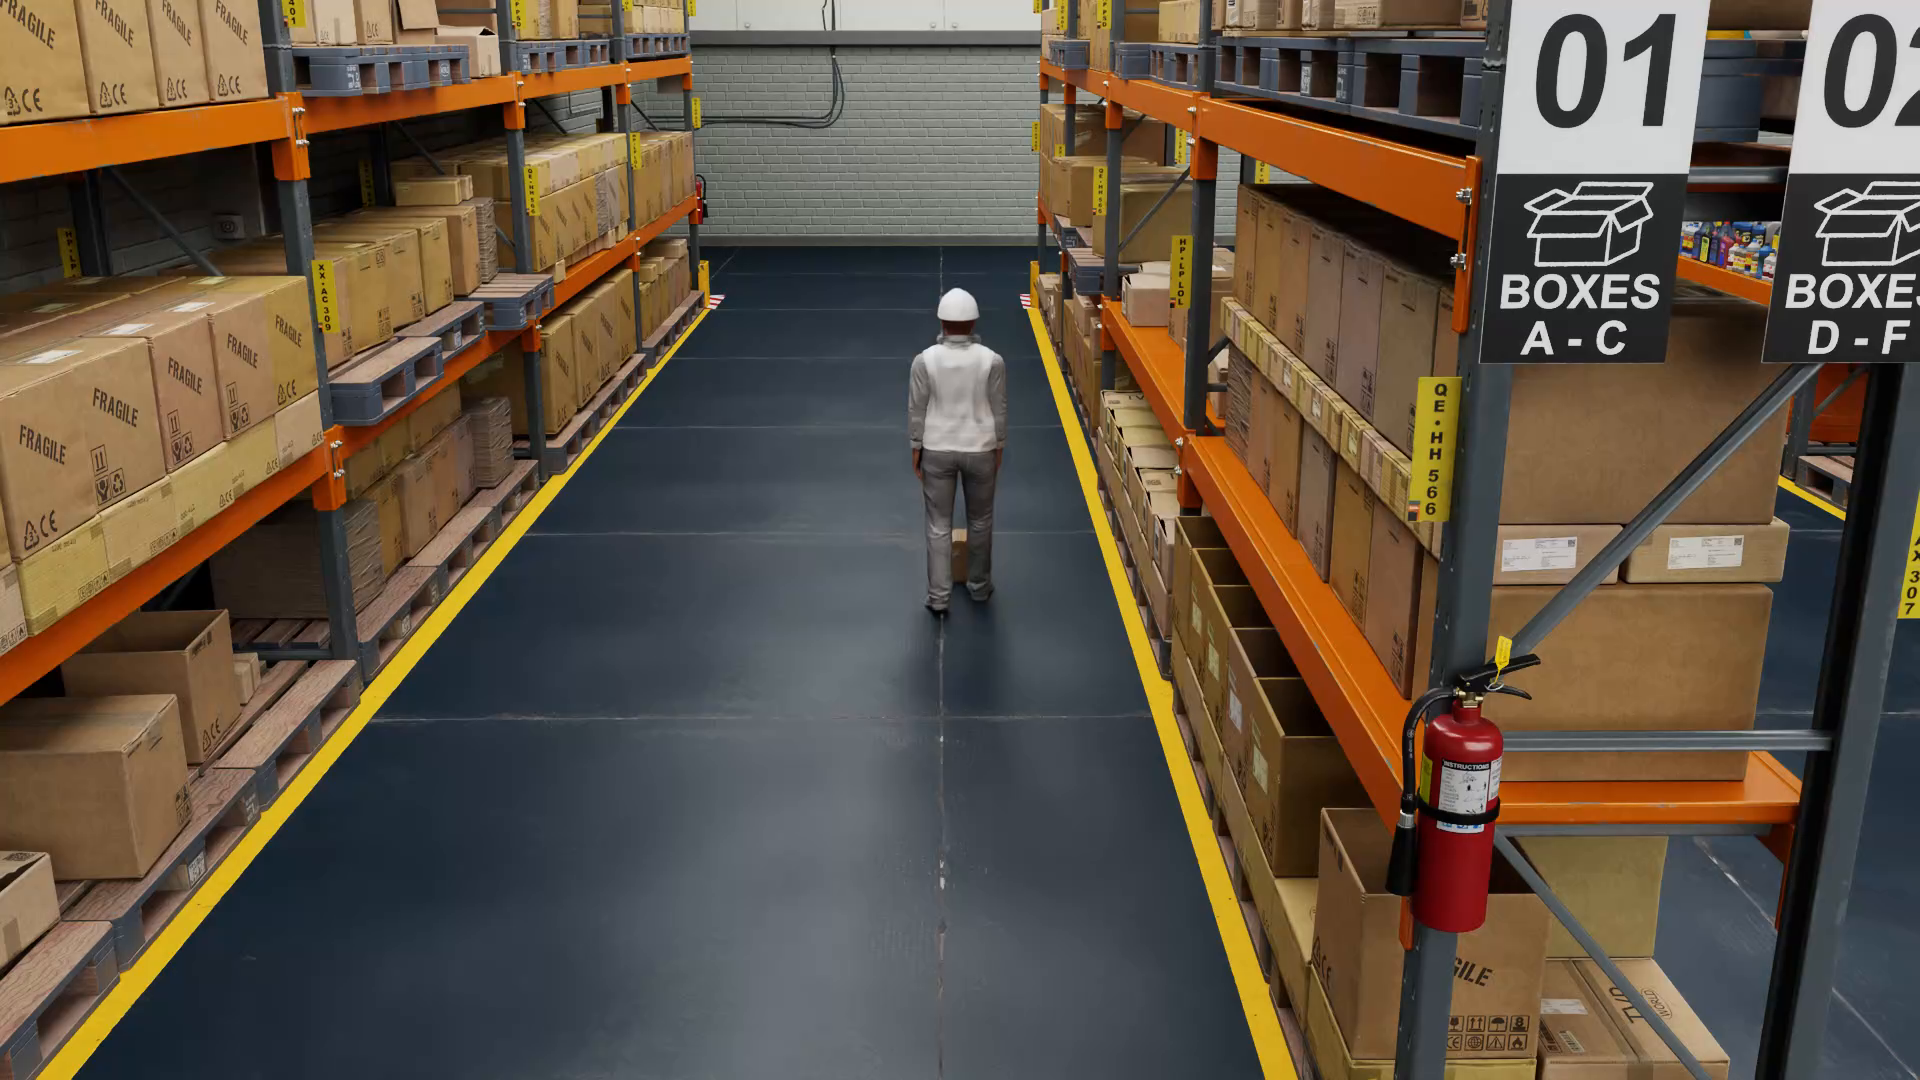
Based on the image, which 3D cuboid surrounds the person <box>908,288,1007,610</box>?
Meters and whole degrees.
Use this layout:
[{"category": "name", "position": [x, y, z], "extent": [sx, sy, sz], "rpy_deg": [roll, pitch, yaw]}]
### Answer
[{"category": "person", "position": [-0.014, -0.498, 9.152], "extent": [0.539, 1.785, 0.519], "rpy_deg": [0, 17, 0]}]
